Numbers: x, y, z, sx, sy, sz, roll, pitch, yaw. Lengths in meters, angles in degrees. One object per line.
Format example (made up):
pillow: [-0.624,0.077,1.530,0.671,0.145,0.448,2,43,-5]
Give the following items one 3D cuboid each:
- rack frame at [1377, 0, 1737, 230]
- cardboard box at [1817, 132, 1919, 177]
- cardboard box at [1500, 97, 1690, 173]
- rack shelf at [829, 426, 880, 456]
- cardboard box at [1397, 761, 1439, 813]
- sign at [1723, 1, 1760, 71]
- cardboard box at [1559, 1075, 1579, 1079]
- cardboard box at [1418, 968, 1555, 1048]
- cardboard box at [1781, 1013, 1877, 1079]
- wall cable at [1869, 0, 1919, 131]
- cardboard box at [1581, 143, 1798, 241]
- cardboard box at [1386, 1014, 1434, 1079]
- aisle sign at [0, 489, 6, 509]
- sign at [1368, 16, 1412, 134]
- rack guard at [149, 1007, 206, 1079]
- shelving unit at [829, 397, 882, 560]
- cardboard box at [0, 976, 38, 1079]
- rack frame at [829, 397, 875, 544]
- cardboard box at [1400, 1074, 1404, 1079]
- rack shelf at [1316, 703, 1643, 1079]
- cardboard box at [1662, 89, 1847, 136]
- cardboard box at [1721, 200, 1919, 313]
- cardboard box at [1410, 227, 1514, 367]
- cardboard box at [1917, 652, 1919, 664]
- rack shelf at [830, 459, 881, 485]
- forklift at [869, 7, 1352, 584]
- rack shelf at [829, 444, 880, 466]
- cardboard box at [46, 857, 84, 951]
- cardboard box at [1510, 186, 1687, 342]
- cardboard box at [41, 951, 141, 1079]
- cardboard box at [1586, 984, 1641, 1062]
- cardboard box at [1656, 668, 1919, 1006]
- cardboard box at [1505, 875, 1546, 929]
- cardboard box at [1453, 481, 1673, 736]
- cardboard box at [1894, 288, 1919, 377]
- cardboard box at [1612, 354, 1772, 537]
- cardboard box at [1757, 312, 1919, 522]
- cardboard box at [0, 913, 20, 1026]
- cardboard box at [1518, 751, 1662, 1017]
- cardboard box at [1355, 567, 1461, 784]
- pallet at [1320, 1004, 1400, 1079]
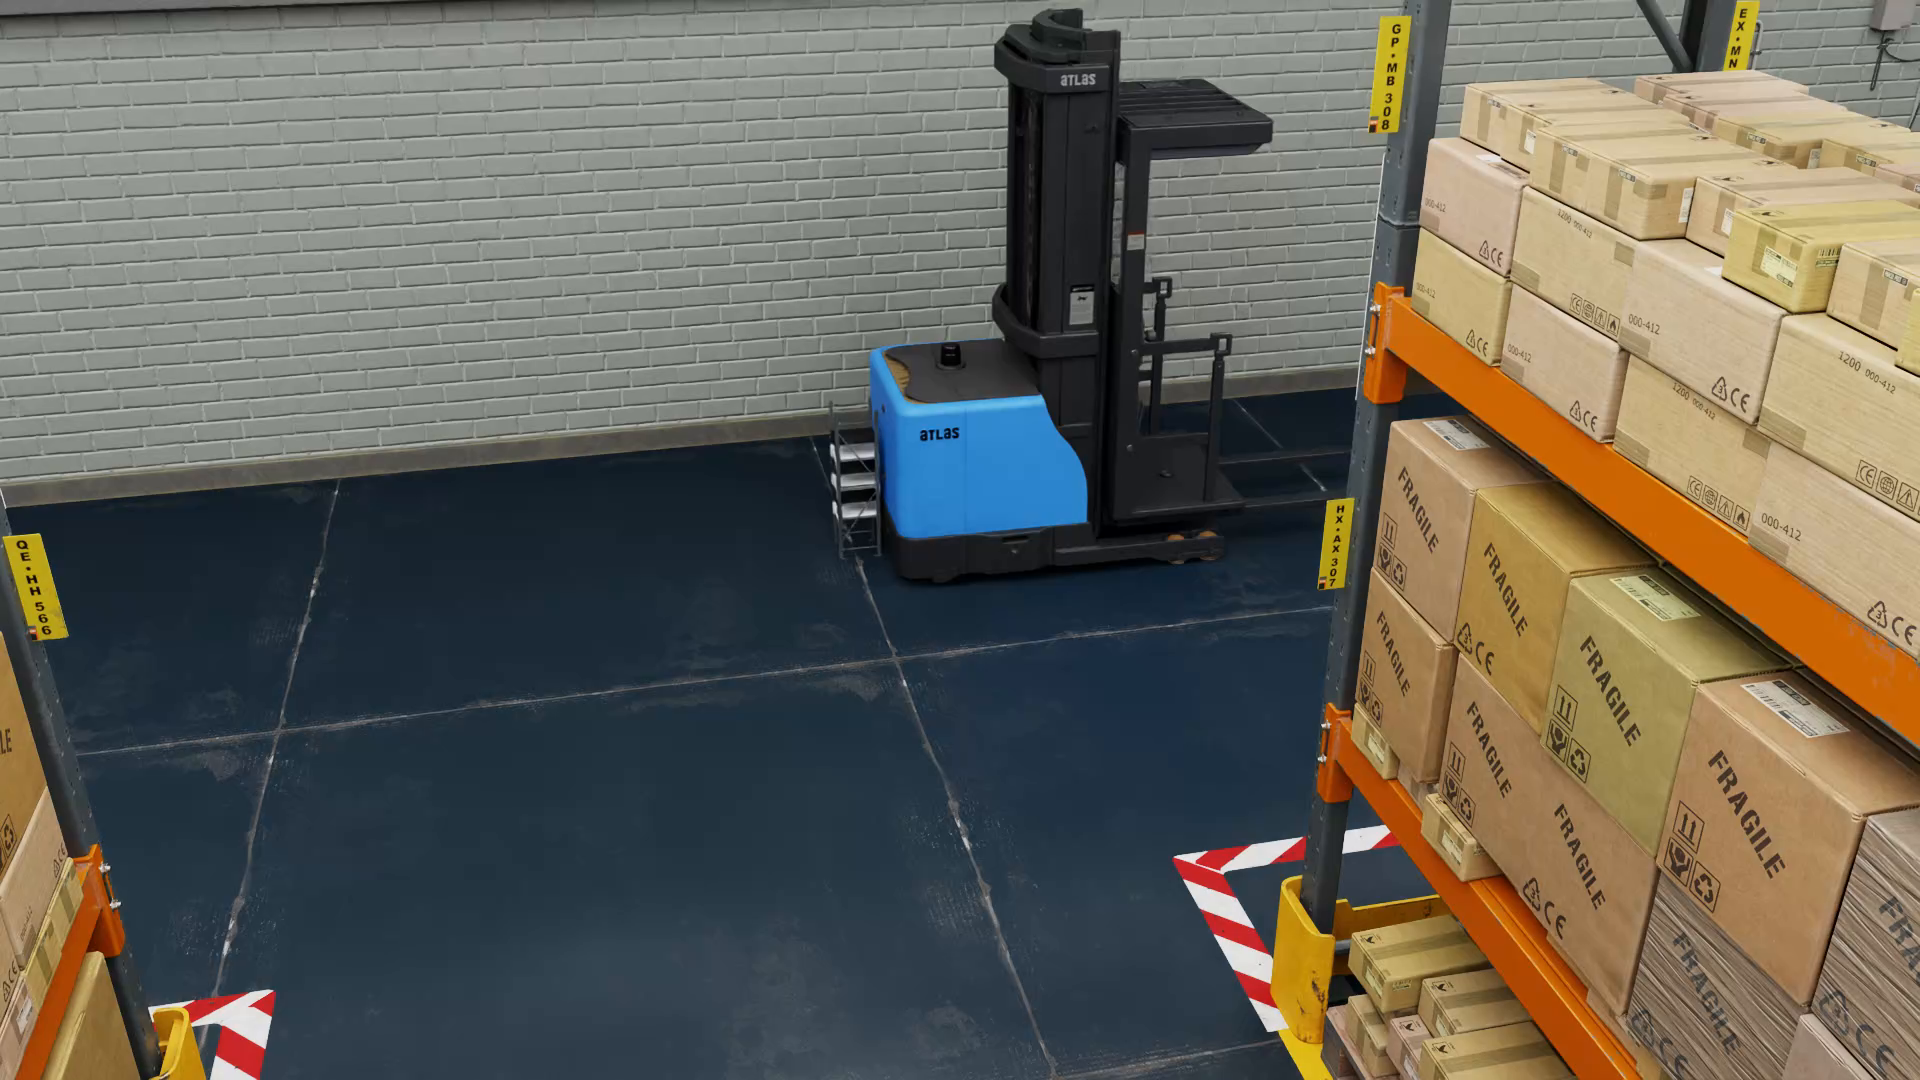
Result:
rack frame: [1.759,-2.332,4.384,1.000,3.000,0.127,-6,27,-12]
cardboard box: [2.304,-0.875,3.996,0.380,0.149,0.250,-6,27,-11]
cardboard box: [1.651,-1.048,4.338,0.380,0.149,0.250,-5,27,-10]
rack shelf: [-0.593,-0.557,9.329,0.258,0.077,0.200,-6,27,-11]
cardboard box: [1.611,0.741,5.232,0.380,0.149,0.250,-5,27,-10]
sign: [2.305,-1.436,4.955,0.100,0.325,0.005,-6,27,-12]
cardboard box: [1.794,1.763,4.966,0.380,0.149,0.250,-7,28,-14]
cardboard box: [1.726,1.539,5.410,0.380,0.149,0.250,-5,27,-11]
cardboard box: [2.050,1.294,3.416,0.500,0.500,0.500,-6,27,-12]
wall cable: [6.645,-3.277,11.786,0.588,1.984,0.122,-6,27,-12]
cardboard box: [1.695,-0.815,3.876,0.380,0.149,0.250,-6,27,-11]
cardboard box: [1.634,1.680,5.460,0.380,0.149,0.250,-6,27,-12]
aisle sign: [-2.820,-0.417,4.363,0.394,0.787,0.004,-6,27,-12]
sign: [1.231,-1.328,4.754,0.100,0.325,0.005,-6,27,-12]
rack guard: [-3.101,1.911,5.410,1.175,0.500,0.348,-6,27,-12]
shelving unit: [-0.593,-0.345,9.436,0.258,0.900,0.210,-6,27,-11]
cardboard box: [-2.579,1.265,4.193,0.380,0.149,0.250,-6,27,-11]
rack frame: [-0.615,-0.390,9.524,0.240,0.900,0.006,-6,27,-11]
cardboard box: [1.704,1.800,5.552,0.380,0.149,0.250,-6,27,-12]
rack shelf: [2.210,1.545,4.158,1.077,0.370,4.000,-6,27,-12]
cardboard box: [2.102,-1.095,4.431,0.380,0.149,0.250,-6,27,-11]
cardboard box: [1.822,-0.587,3.425,0.380,0.149,0.250,-5,27,-10]
cardboard box: [1.612,-0.703,4.652,0.500,0.250,0.500,-5,27,-10]
cardboard box: [2.071,0.198,2.865,0.500,0.250,0.500,-6,27,-12]
rack shelf: [-0.593,-0.396,9.410,0.258,0.077,0.200,-6,27,-11]
forklift: [1.038,-1.397,9.266,3.031,2.935,1.130,-6,27,-11]
rack shelf: [-0.593,-0.476,9.369,0.258,0.077,0.200,-6,27,-11]
cardboard box: [-2.695,1.040,4.639,0.380,0.149,0.250,-5,27,-11]
cardboard box: [1.724,-0.701,4.093,0.500,0.250,0.500,-6,27,-12]
cardboard box: [-2.874,1.839,4.669,0.875,0.875,0.875,-6,27,-12]
cardboard box: [1.876,1.197,4.328,0.380,0.149,0.250,-6,27,-13]
cardboard box: [1.936,0.621,3.640,0.500,0.500,0.500,-7,28,-13]
cardboard box: [1.811,0.965,4.789,0.380,0.149,0.250,-5,27,-9]
cardboard box: [1.722,0.167,4.539,0.500,0.500,0.500,-5,27,-10]
cardboard box: [1.930,-0.355,2.965,0.380,0.149,0.250,-6,27,-12]
cardboard box: [1.855,-0.247,3.747,0.500,0.250,0.500,-7,28,-13]
cardboard box: [1.942,-0.256,3.212,0.500,0.250,0.500,-7,28,-14]
cardboard box: [-2.614,1.148,3.983,0.500,0.250,0.500,-6,27,-12]
cardboard box: [1.835,0.842,4.311,0.500,0.500,0.500,-6,27,-11]
cardboard box: [1.591,0.394,5.200,0.500,0.500,0.500,-5,27,-9]
pallet: [1.925,1.984,5.584,1.003,0.211,1.213,-6,27,-12]
